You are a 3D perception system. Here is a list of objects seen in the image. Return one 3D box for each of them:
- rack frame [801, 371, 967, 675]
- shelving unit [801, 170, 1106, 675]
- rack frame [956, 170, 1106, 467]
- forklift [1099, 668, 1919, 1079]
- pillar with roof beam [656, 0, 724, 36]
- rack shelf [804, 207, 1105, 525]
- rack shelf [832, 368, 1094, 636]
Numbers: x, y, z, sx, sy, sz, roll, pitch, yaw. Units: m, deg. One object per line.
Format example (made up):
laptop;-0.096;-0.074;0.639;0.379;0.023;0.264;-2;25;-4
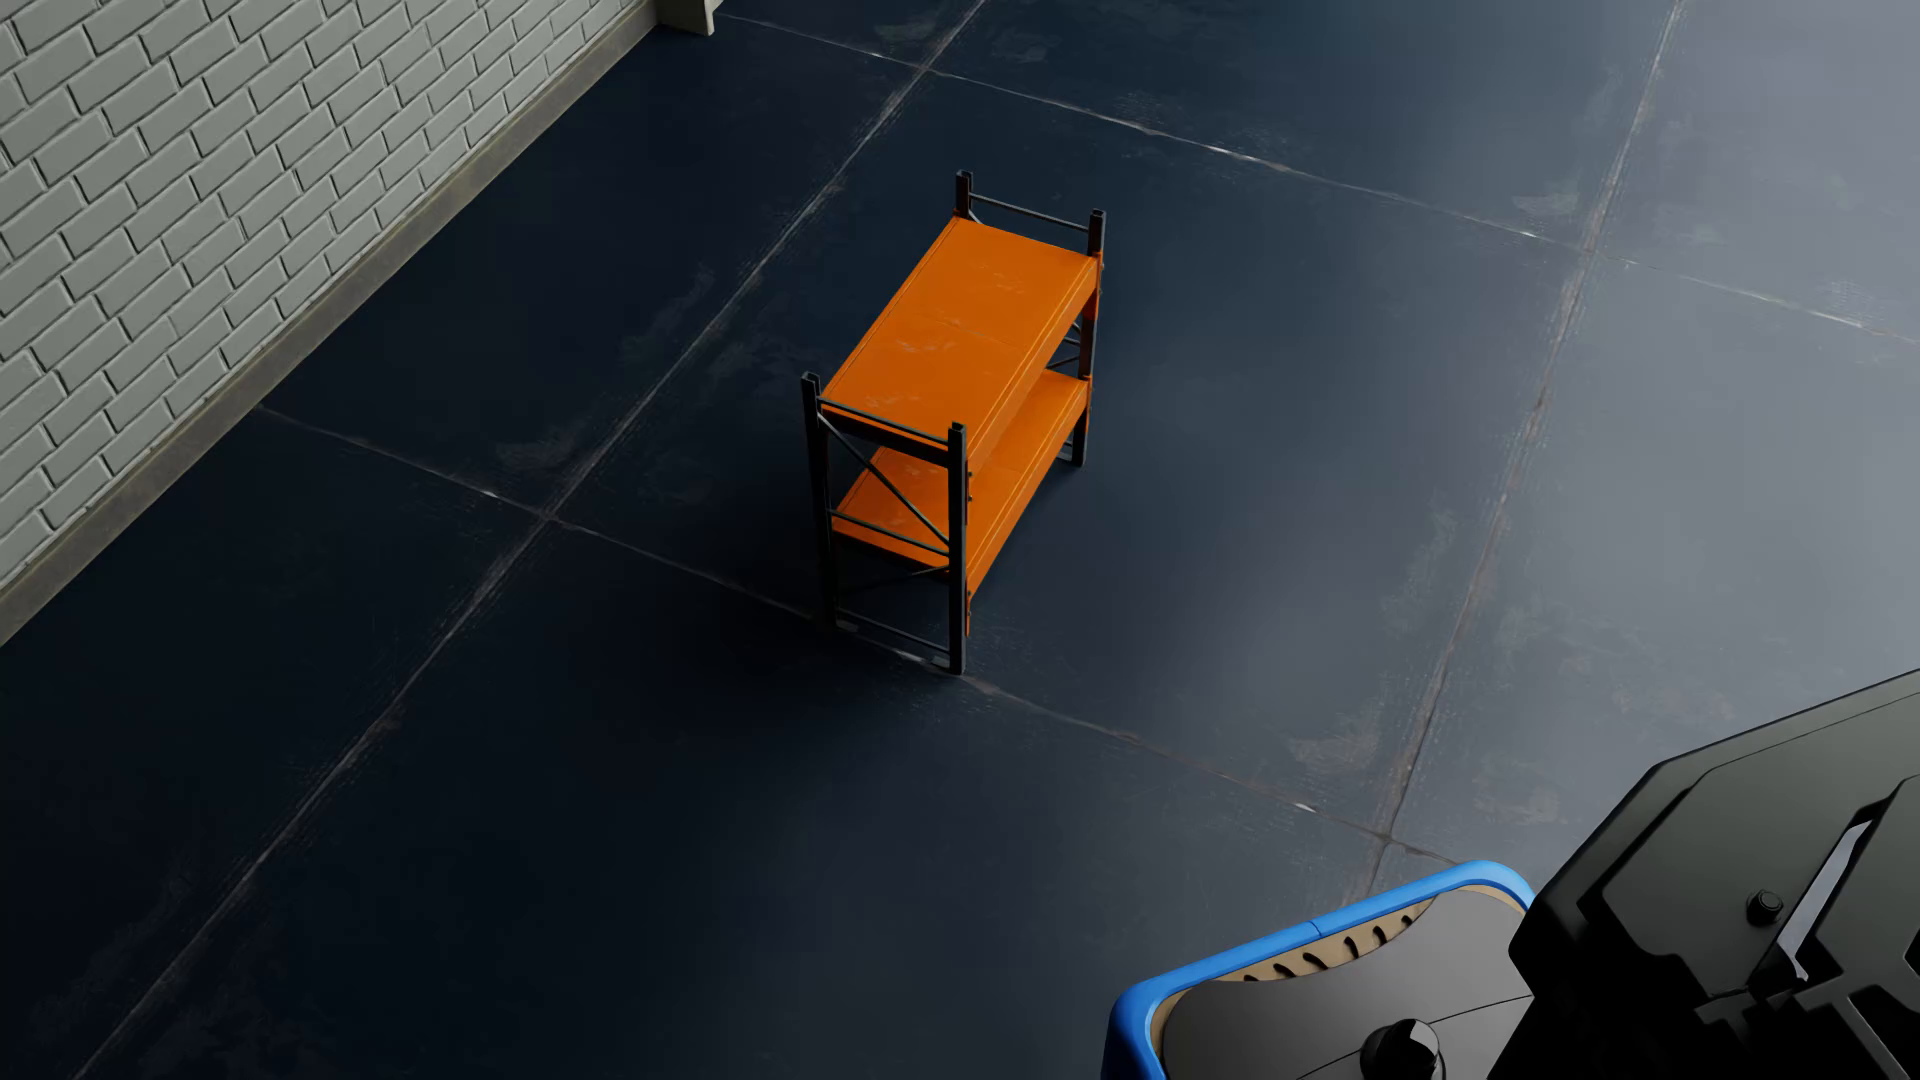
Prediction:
rack frame;-0.214;-0.019;5.028;0.500;1.125;0.032;20;52;16
shelving unit;0.003;-0.369;5.326;0.538;1.125;1.048;20;52;16
rack frame;0.220;-0.719;5.623;0.500;1.125;0.032;20;52;16
forklift;1.301;1.632;2.437;1.130;2.935;3.031;-16;52;-13
pillar with roof beam;2.667;-4.049;3.286;9.100;9.000;0.400;20;52;16
rack shelf;0.003;-0.559;5.103;0.538;0.278;1.000;20;52;16
rack shelf;0.003;-0.211;5.512;0.538;0.278;1.000;20;52;16
